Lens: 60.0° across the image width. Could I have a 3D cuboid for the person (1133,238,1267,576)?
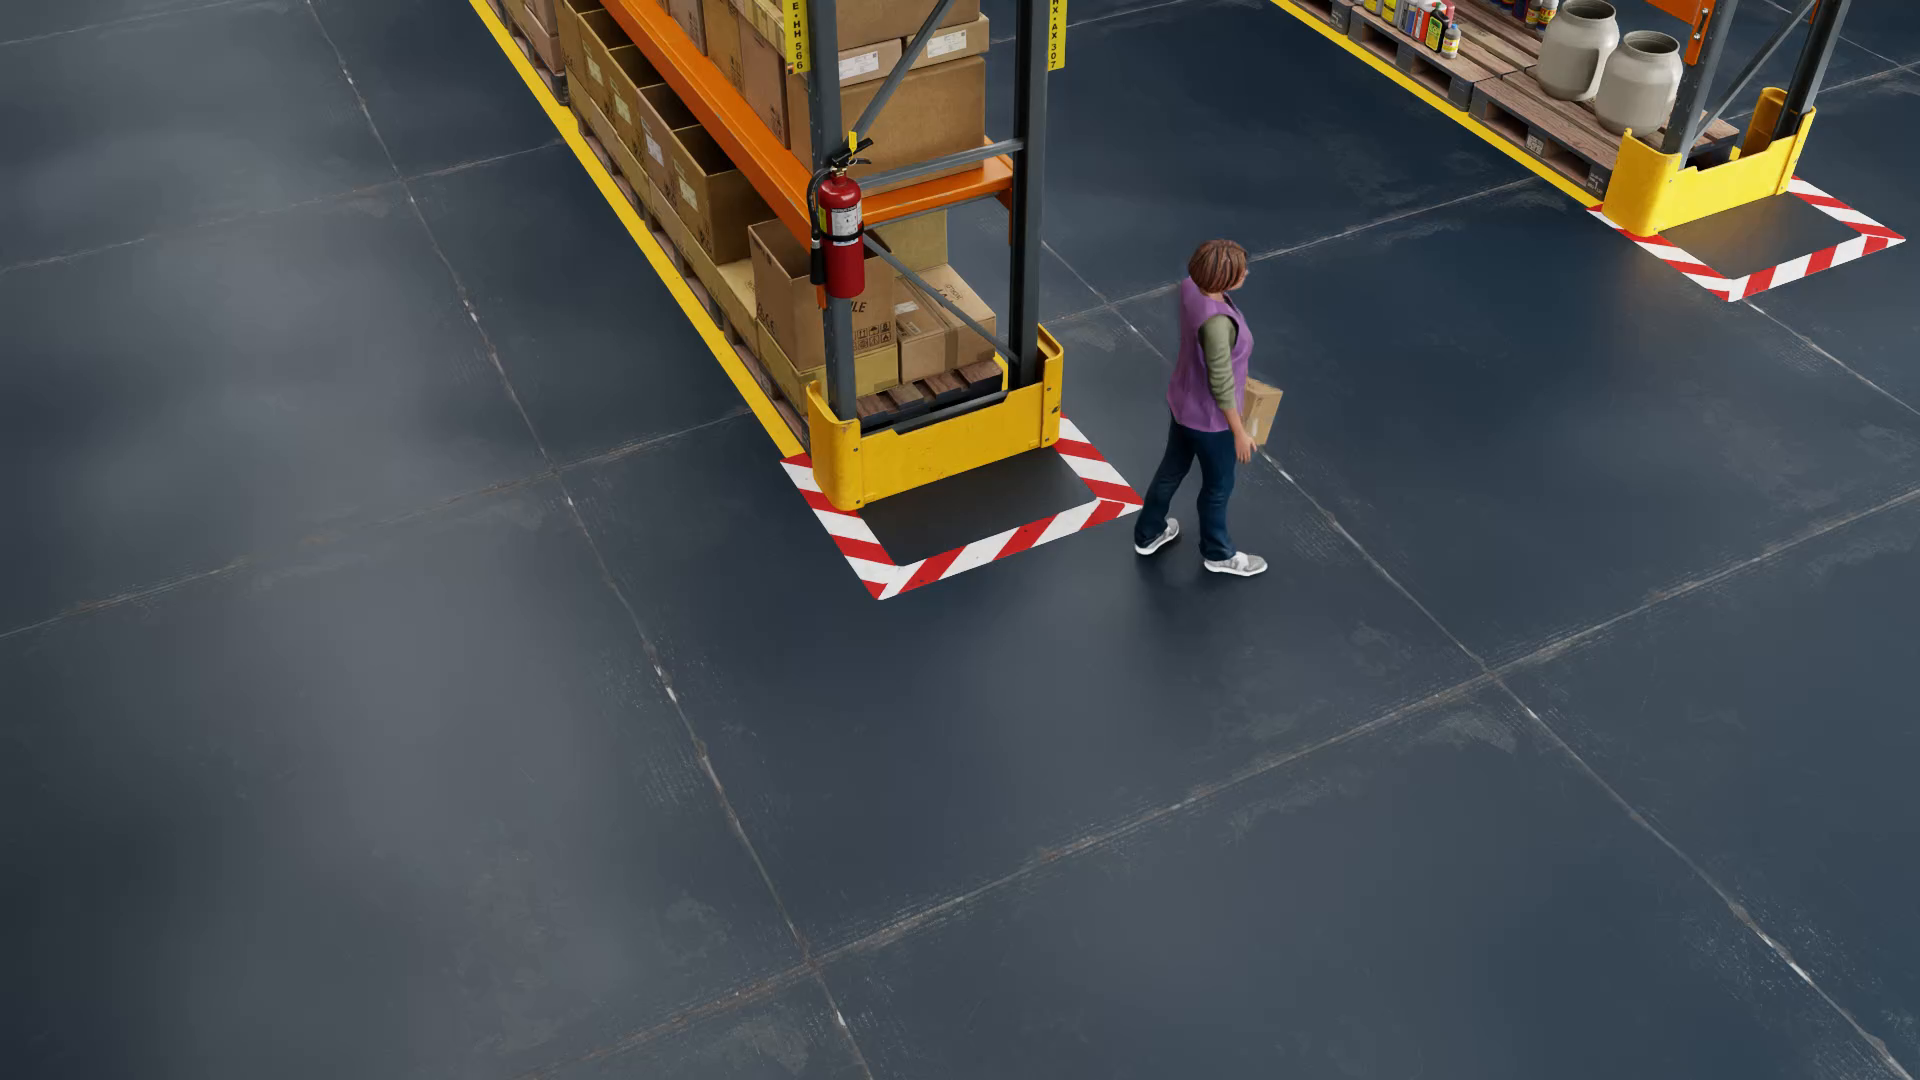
[{"bbox_3d":[1.034,-0.523,6.742,0.550,1.595,0.510,-7,42,-7],"label":"person"}]
